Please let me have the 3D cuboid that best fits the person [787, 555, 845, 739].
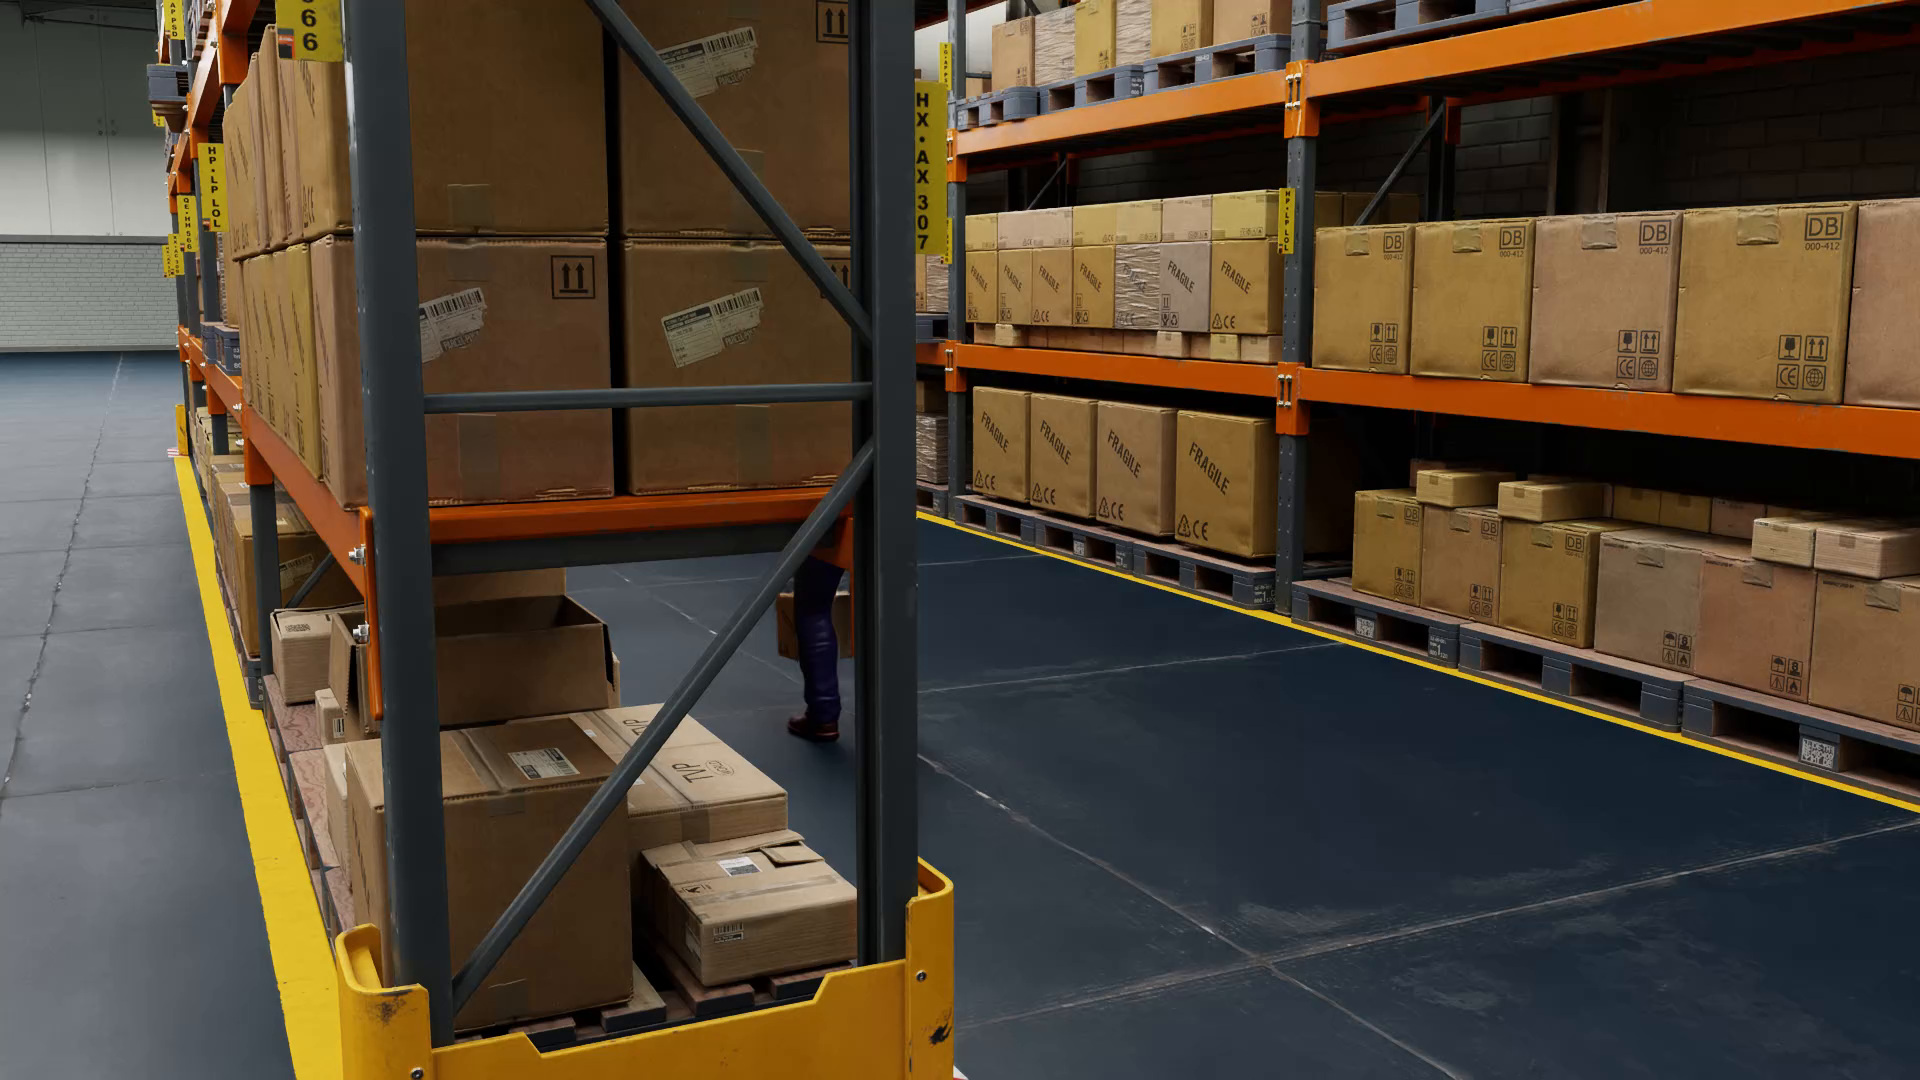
[{"bbox_3d":[-0.431,-0.074,6.350,0.530,1.654,0.368,-5,10,-28],"label":"person"}]
